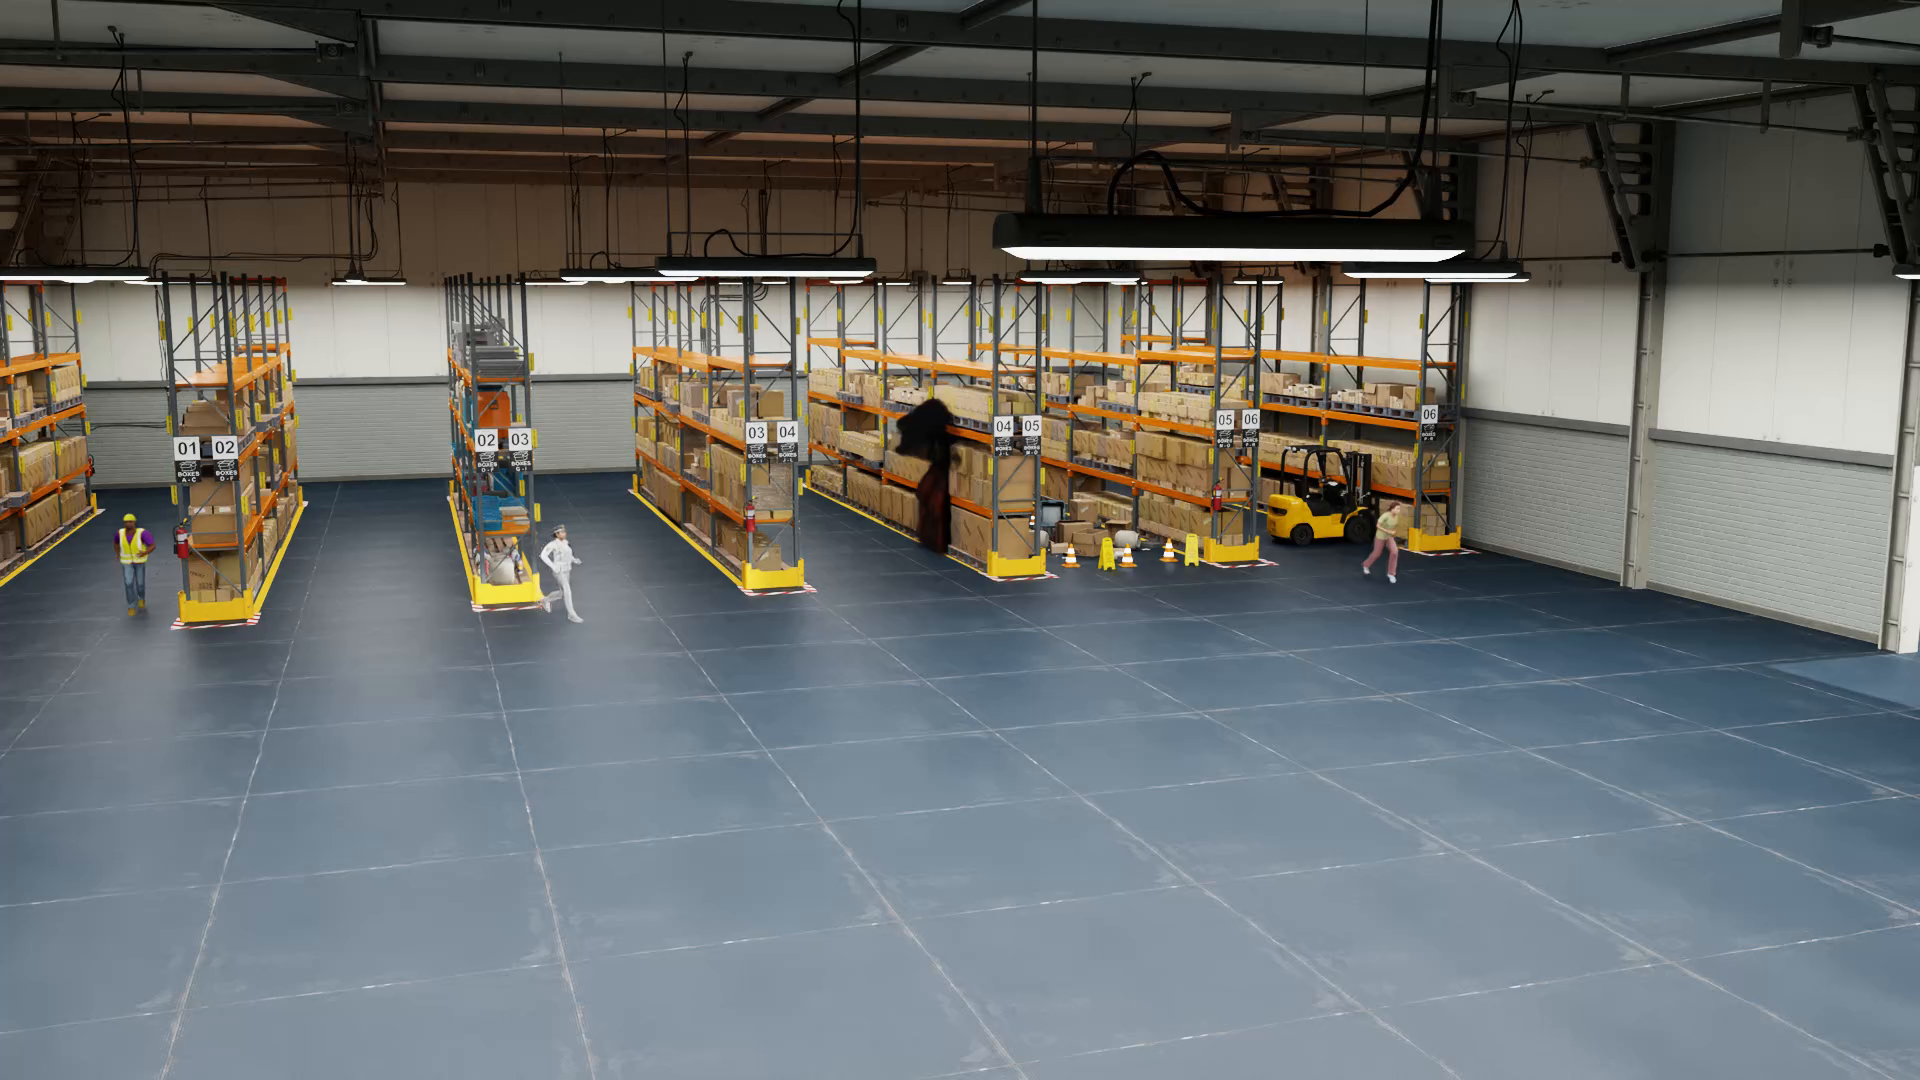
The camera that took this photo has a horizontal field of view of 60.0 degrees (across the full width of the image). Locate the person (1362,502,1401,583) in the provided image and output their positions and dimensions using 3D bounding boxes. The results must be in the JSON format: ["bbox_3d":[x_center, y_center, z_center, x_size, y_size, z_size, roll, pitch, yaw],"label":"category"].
[{"bbox_3d":[8.354,0.011,32.957,0.619,1.613,0.961,-5,10,-30],"label":"person"}]

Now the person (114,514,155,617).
[{"bbox_3d":[-14.615,0.423,29.487,0.687,1.820,0.824,-3,9,-19],"label":"person"}]

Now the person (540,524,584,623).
[{"bbox_3d":[-6.929,0.563,28.817,0.872,1.702,0.618,3,9,20],"label":"person"}]
